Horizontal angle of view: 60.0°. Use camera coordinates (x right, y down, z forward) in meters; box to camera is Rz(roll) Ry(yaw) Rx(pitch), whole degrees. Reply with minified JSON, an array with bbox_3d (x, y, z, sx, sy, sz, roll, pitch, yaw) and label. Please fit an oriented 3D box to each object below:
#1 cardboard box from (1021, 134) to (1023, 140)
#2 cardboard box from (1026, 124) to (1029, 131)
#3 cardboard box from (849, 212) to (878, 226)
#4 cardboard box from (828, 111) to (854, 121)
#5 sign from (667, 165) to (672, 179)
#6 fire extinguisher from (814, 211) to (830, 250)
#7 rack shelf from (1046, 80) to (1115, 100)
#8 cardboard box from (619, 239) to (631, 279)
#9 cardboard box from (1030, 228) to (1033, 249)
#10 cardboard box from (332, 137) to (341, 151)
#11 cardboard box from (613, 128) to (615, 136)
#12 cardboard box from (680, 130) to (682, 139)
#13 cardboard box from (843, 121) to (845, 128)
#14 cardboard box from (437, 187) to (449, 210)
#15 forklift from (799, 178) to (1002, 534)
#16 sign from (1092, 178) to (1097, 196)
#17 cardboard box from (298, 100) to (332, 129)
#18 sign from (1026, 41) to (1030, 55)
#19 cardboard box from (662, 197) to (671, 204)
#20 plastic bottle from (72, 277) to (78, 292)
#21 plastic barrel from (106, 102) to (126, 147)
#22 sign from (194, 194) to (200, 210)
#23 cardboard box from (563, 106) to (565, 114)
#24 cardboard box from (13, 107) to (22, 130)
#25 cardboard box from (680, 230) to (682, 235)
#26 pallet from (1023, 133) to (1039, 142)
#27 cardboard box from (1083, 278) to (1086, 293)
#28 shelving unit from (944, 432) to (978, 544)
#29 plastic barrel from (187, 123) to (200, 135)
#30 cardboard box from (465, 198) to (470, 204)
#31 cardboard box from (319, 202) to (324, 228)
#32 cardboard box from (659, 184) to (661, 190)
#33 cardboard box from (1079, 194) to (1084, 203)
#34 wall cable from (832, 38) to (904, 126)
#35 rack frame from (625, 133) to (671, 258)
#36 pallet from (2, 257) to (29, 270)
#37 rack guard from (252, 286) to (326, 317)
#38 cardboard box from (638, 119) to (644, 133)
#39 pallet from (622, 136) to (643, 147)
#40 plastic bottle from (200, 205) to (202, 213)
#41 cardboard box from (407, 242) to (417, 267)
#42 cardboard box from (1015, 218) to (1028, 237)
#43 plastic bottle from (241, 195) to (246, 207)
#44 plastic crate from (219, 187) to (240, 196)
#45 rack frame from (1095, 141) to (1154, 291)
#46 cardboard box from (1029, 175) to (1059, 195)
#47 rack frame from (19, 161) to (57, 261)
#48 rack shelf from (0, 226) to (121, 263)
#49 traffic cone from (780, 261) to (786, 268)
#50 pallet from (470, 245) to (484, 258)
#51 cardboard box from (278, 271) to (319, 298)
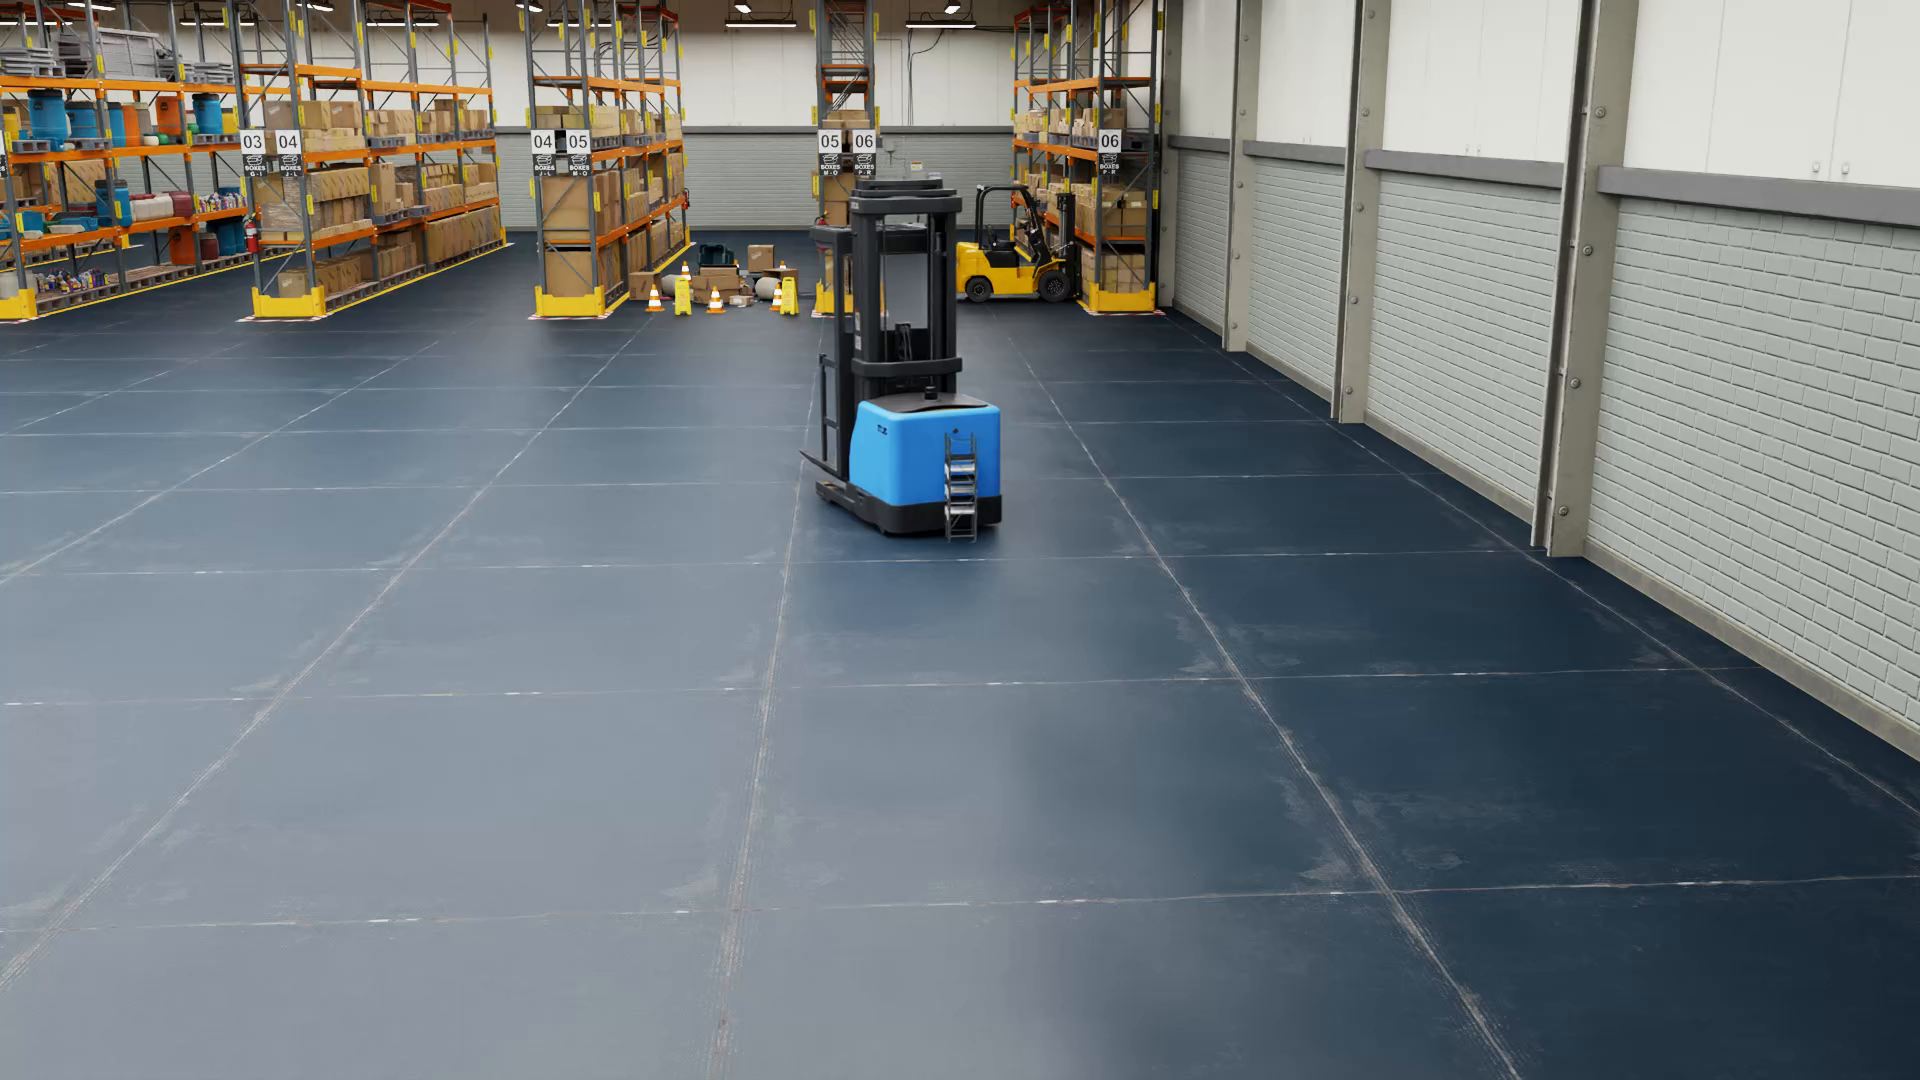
[{"bbox_3d":[1.769,-10.440,43.069,0.380,0.149,0.250,-1,14,-2],"label":"cardboard box"},{"bbox_3d":[1.813,-10.080,40.623,0.380,0.149,0.250,-1,14,-3],"label":"cardboard box"},{"bbox_3d":[-1.752,-5.895,30.119,0.500,0.500,0.500,-1,14,-4],"label":"cardboard box"},{"bbox_3d":[-2.411,-8.543,33.644,0.500,0.250,0.500,-1,14,-2],"label":"cardboard box"},{"bbox_3d":[-7.124,-9.033,40.792,0.100,0.325,0.005,-1,14,-3],"label":"sign"},{"bbox_3d":[-2.453,-5.507,29.566,0.296,0.674,0.183,-1,14,-3],"label":"fire extinguisher"},{"bbox_3d":[2.582,-9.513,35.187,1.077,0.370,4.000,-1,14,-3],"label":"rack shelf"},{"bbox_3d":[-7.310,-5.740,33.989,1.050,0.750,0.750,-1,14,-4],"label":"cardboard box"},{"bbox_3d":[2.016,-7.511,41.373,0.500,0.500,0.500,0,14,-1],"label":"cardboard box"},{"bbox_3d":[-11.765,-7.312,30.706,0.500,0.250,0.500,0,14,-2],"label":"cardboard box"},{"bbox_3d":[-6.791,-7.780,31.686,0.380,0.149,0.250,-1,14,-3],"label":"cardboard box"},{"bbox_3d":[-7.633,-10.729,43.987,0.500,0.250,0.500,-1,14,-5],"label":"cardboard box"},{"bbox_3d":[-2.292,-7.569,30.307,0.380,0.149,0.250,-1,14,-3],"label":"cardboard box"},{"bbox_3d":[-12.244,-7.970,38.783,0.500,0.500,0.500,-1,14,-3],"label":"cardboard box"},{"bbox_3d":[-0.695,-1.794,15.116,1.130,2.935,3.031,-6,16,-23],"label":"forklift"},{"bbox_3d":[2.412,-6.328,29.803,0.100,0.325,0.005,-1,14,-3],"label":"sign"},{"bbox_3d":[-11.713,-7.688,30.066,0.500,0.500,0.500,-1,14,-4],"label":"cardboard box"},{"bbox_3d":[1.668,-12.034,40.707,0.100,0.325,0.005,-1,14,-3],"label":"sign"},{"bbox_3d":[-7.369,-8.417,41.224,0.380,0.149,0.250,0,14,-1],"label":"cardboard box"},{"bbox_3d":[-16.663,-4.808,31.287,0.097,0.271,0.097,0,14,0],"label":"plastic bottle"},{"bbox_3d":[-17.411,-8.489,33.976,0.600,0.901,0.708,-1,14,-3],"label":"plastic barrel"},{"bbox_3d":[-16.781,-7.430,36.555,0.100,0.325,0.005,-1,14,-3],"label":"sign"},{"bbox_3d":[-7.355,-7.779,30.079,0.380,0.149,0.250,-1,14,-3],"label":"cardboard box"},{"bbox_3d":[-22.564,-9.886,39.166,0.600,0.600,0.600,-2,15,-9],"label":"cardboard box"},{"bbox_3d":[-7.574,-8.169,44.036,0.380,0.149,0.250,-1,15,-6],"label":"cardboard box"},{"bbox_3d":[2.181,-9.841,40.610,1.213,0.211,1.003,-1,14,-3],"label":"pallet"},{"bbox_3d":[2.588,-4.765,31.203,0.500,0.250,0.500,-1,14,-3],"label":"cardboard box"},{"bbox_3d":[0.007,-0.435,13.913,0.258,0.900,0.210,-2,15,-7],"label":"shelving unit"},{"bbox_3d":[-17.166,-9.188,37.167,0.294,0.245,0.294,0,14,0],"label":"plastic barrel"},{"bbox_3d":[-12.321,-8.369,41.036,0.380,0.149,0.250,-1,14,-3],"label":"cardboard box"},{"bbox_3d":[-12.048,-5.879,30.060,0.875,0.500,0.500,-1,14,-3],"label":"cardboard box"},{"bbox_3d":[-7.438,-8.527,40.214,0.380,0.149,0.250,-1,14,-3],"label":"cardboard box"},{"bbox_3d":[2.514,-6.613,32.206,0.380,0.149,0.250,-1,14,-5],"label":"cardboard box"},{"bbox_3d":[-2.874,-13.886,49.936,2.355,3.000,0.029,-1,14,-3],"label":"wall cable"},{"bbox_3d":[-7.678,-8.463,40.899,1.000,3.000,0.127,-1,14,-3],"label":"rack frame"},{"bbox_3d":[-22.355,-6.403,38.490,1.003,0.211,1.213,-1,14,-3],"label":"pallet"},{"bbox_3d":[-11.896,-4.236,29.485,1.175,0.500,0.348,-1,14,-3],"label":"rack guard"},{"bbox_3d":[-7.066,-8.874,35.613,0.500,0.311,0.500,-1,14,-3],"label":"cardboard box"},{"bbox_3d":[-7.265,-8.392,34.982,1.003,0.211,1.213,0,14,-1],"label":"pallet"},{"bbox_3d":[-17.020,-7.410,37.206,0.097,0.201,0.097,0,14,0],"label":"plastic bottle"},{"bbox_3d":[-12.325,-6.253,36.443,0.700,0.500,0.500,-2,15,-6],"label":"cardboard box"},{"bbox_3d":[1.906,-8.478,45.123,0.797,0.503,0.637,-1,15,-6],"label":"cardboard box"},{"bbox_3d":[-17.171,-8.129,39.834,0.061,0.283,0.133,-1,14,-3],"label":"plastic bottle"},{"bbox_3d":[-17.947,-8.467,40.827,0.392,0.384,0.575,-1,14,-3],"label":"plastic crate"},{"bbox_3d":[2.954,-5.658,29.996,1.000,3.000,0.127,-1,14,-3],"label":"rack frame"},{"bbox_3d":[2.049,-8.641,40.549,0.700,0.500,0.500,-1,14,-3],"label":"cardboard box"},{"bbox_3d":[-22.522,-8.260,40.108,1.000,3.000,0.127,-1,14,-3],"label":"rack frame"},{"bbox_3d":[-16.958,-5.500,30.826,1.077,0.370,4.000,-1,14,-3],"label":"rack shelf"},{"bbox_3d":[-3.722,-5.633,34.992,0.336,0.463,0.334,-1,14,-3],"label":"traffic cone"},{"bbox_3d":[-12.603,-7.251,41.786,1.003,0.211,1.213,-1,14,-3],"label":"pallet"},{"bbox_3d":[-11.913,-4.576,29.964,0.500,0.500,0.500,2,15,7],"label":"cardboard box"}]
